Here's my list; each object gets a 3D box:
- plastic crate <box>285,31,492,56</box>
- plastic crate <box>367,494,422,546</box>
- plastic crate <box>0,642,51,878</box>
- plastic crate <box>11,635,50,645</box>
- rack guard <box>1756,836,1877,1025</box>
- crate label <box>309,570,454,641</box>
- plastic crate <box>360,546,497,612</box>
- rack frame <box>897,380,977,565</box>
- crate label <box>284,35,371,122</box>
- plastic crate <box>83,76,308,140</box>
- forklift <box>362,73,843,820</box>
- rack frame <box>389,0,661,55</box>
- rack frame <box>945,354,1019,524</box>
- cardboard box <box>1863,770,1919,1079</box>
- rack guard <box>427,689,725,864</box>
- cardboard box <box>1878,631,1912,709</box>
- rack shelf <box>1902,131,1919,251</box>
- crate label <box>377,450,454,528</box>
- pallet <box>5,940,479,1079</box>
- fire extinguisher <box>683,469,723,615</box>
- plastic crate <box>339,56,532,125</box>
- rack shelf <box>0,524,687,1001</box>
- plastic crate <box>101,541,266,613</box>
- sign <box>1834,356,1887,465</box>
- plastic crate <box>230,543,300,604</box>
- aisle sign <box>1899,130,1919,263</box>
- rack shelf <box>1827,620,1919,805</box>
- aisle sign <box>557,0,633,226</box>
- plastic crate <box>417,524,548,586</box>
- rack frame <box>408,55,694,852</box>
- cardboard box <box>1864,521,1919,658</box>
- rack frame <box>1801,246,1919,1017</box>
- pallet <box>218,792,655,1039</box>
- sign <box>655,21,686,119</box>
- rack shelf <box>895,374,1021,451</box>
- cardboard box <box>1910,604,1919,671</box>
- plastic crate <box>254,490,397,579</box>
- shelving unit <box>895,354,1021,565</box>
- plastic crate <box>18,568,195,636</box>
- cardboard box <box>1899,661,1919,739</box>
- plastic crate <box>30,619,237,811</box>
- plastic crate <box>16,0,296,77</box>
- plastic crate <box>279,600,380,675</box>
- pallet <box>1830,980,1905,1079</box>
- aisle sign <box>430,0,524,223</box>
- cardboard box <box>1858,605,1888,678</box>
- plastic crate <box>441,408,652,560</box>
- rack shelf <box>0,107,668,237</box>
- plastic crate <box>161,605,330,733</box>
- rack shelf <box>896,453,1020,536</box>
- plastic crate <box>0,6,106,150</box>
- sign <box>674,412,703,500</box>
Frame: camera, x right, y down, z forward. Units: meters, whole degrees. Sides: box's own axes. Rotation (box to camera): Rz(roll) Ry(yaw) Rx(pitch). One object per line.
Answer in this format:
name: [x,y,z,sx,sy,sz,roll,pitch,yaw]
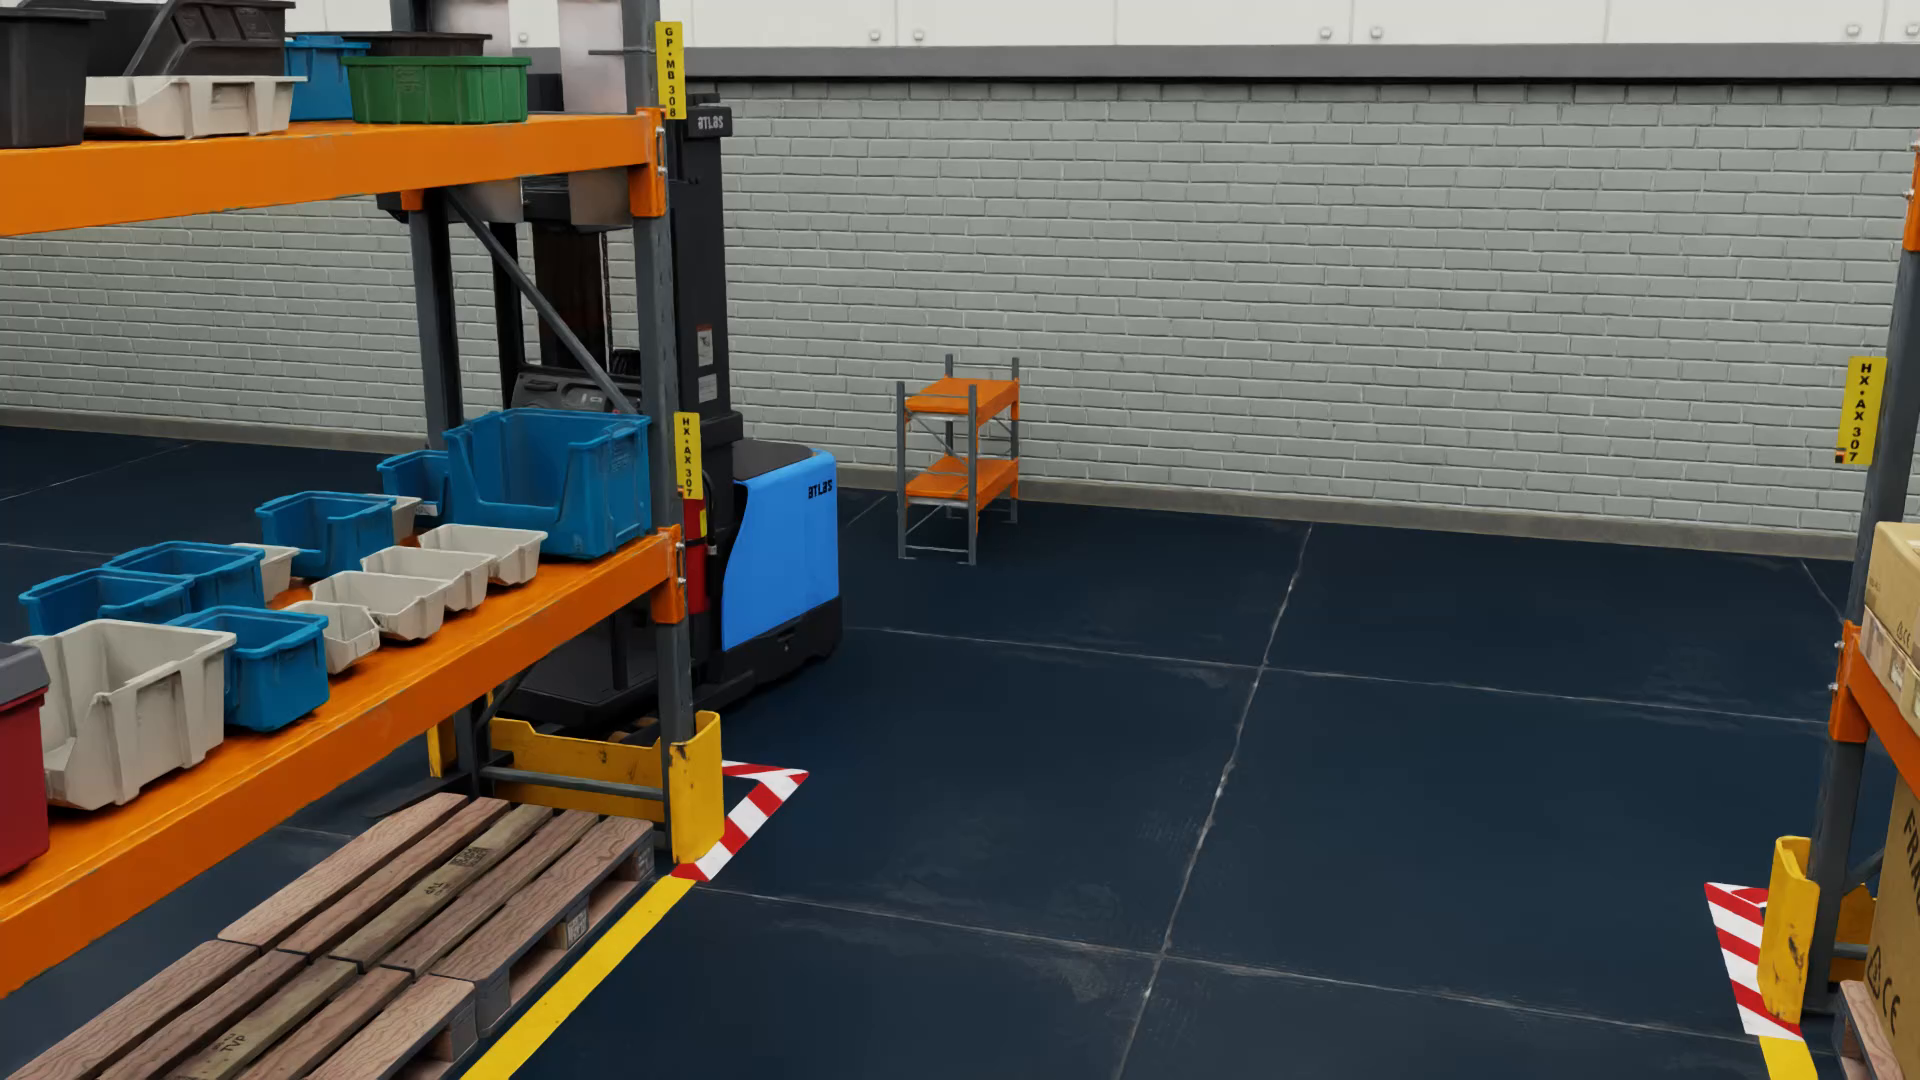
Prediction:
plastic crate: [-1.909,-1.571,5.615,0.497,0.269,0.590,5,16,16]
plastic crate: [-2.089,-0.056,5.902,0.250,0.136,0.298,5,16,16]
plastic crate: [-2.175,0.503,3.333,0.402,0.464,0.583,5,16,16]
plastic crate: [-2.463,0.395,4.312,0.293,0.136,0.466,5,16,16]
rack guard: [3.223,1.310,5.294,1.175,0.500,0.348,5,16,16]
crate label: [-1.743,0.205,4.984,0.396,0.136,0.243,5,16,16]
plastic crate: [-1.687,0.130,5.248,0.396,0.136,0.243,5,16,16]
rack frame: [-0.143,-0.410,10.213,0.500,1.125,0.032,5,16,16]
crate label: [-2.105,-1.425,5.133,0.408,0.251,0.502,5,16,16]
plastic crate: [-1.882,-1.027,3.938,0.437,0.136,0.530,5,16,16]
forklift: [-1.777,-0.546,7.384,1.130,2.935,3.031,9,18,28]
rack frame: [-1.532,-3.156,5.466,1.000,3.000,0.127,5,16,16]
rack frame: [0.146,-0.676,11.151,0.500,1.125,0.032,5,16,16]
cardboard box: [3.111,1.108,4.551,0.875,0.875,0.875,5,16,16]
rack guard: [-1.538,0.925,6.652,1.175,0.500,0.348,5,16,16]
cardboard box: [2.727,0.369,4.491,0.380,0.149,0.250,4,16,15]
rack shelf: [2.648,-0.460,2.775,1.077,0.370,4.000,5,16,16]
crate label: [-1.918,-0.179,6.162,0.416,0.233,0.303,5,16,16]
pallet: [-2.153,1.602,4.794,1.003,0.211,1.213,5,16,16]
fire extinguisher: [-1.054,-0.058,6.361,0.296,0.674,0.183,5,16,16]
plastic crate: [-1.539,-1.331,4.917,0.450,0.188,0.336,5,16,16]
rack shelf: [-2.101,0.599,4.538,1.077,0.370,4.000,5,16,16]
plastic crate: [-2.292,0.165,4.947,0.416,0.233,0.300,5,16,16]
sign: [2.686,-0.385,4.959,0.100,0.325,0.005,5,16,16]
plastic crate: [-2.282,0.122,5.276,0.250,0.136,0.298,5,16,16]
aisle sign: [2.949,-1.179,4.724,0.394,0.787,0.004,5,16,16]
rack shelf: [2.648,0.983,3.184,1.077,0.370,4.000,5,16,16]
aisle sign: [-1.231,-1.517,5.917,0.394,0.787,0.004,5,16,16]
plastic crate: [-1.591,0.055,5.511,0.396,0.136,0.243,5,16,16]
rack frame: [-1.532,-0.270,6.285,1.000,3.000,0.127,5,16,16]
cardboard box: [2.821,0.148,4.542,0.500,0.250,0.500,4,16,14]
rack frame: [3.216,0.114,4.931,1.000,3.000,0.127,5,16,16]
pallet: [-1.804,1.284,5.915,1.003,0.211,1.213,5,16,16]
sign: [-1.000,-1.624,5.754,0.100,0.325,0.005,5,16,16]
rack shelf: [0.002,-0.825,10.602,0.538,0.278,1.000,5,16,16]
cardboard box: [2.680,0.284,4.060,0.500,0.250,0.500,4,16,15]
plastic crate: [-2.105,-0.007,5.555,0.416,0.233,0.300,5,16,16]
shelving unit: [0.002,-0.543,10.682,0.538,1.125,1.048,5,16,16]
plastic crate: [-2.378,0.244,4.671,0.416,0.233,0.300,5,16,16]
cardboard box: [2.655,0.436,4.255,0.380,0.149,0.250,4,16,15]
plastic crate: [-2.059,0.419,3.961,0.437,0.282,0.530,5,16,16]
plastic crate: [-2.230,-1.305,4.550,0.504,0.338,0.767,5,16,16]
plastic crate: [-1.809,0.284,4.706,0.298,0.136,0.250,5,16,16]
pallet: [3.064,1.671,4.552,1.003,0.211,1.213,5,16,16]
aisle sign: [-1.797,-1.563,6.078,0.394,0.787,0.004,5,16,16]
cardboard box: [2.799,0.302,4.728,0.380,0.149,0.250,5,17,17]
plastic crate: [-1.449,-0.214,5.912,0.616,0.435,0.499,5,16,16]
rack shelf: [-2.101,-0.844,4.129,1.077,0.370,4.000,5,16,16]
plastic crate: [-1.870,0.339,4.335,0.416,0.233,0.300,5,16,16]
rack shelf: [0.002,-0.308,10.749,0.538,0.278,1.000,5,16,16]
plastic crate: [-2.053,-0.908,3.275,0.497,0.269,0.590,5,16,16]
sign: [-1.000,-0.310,6.127,0.100,0.325,0.005,5,16,16]
